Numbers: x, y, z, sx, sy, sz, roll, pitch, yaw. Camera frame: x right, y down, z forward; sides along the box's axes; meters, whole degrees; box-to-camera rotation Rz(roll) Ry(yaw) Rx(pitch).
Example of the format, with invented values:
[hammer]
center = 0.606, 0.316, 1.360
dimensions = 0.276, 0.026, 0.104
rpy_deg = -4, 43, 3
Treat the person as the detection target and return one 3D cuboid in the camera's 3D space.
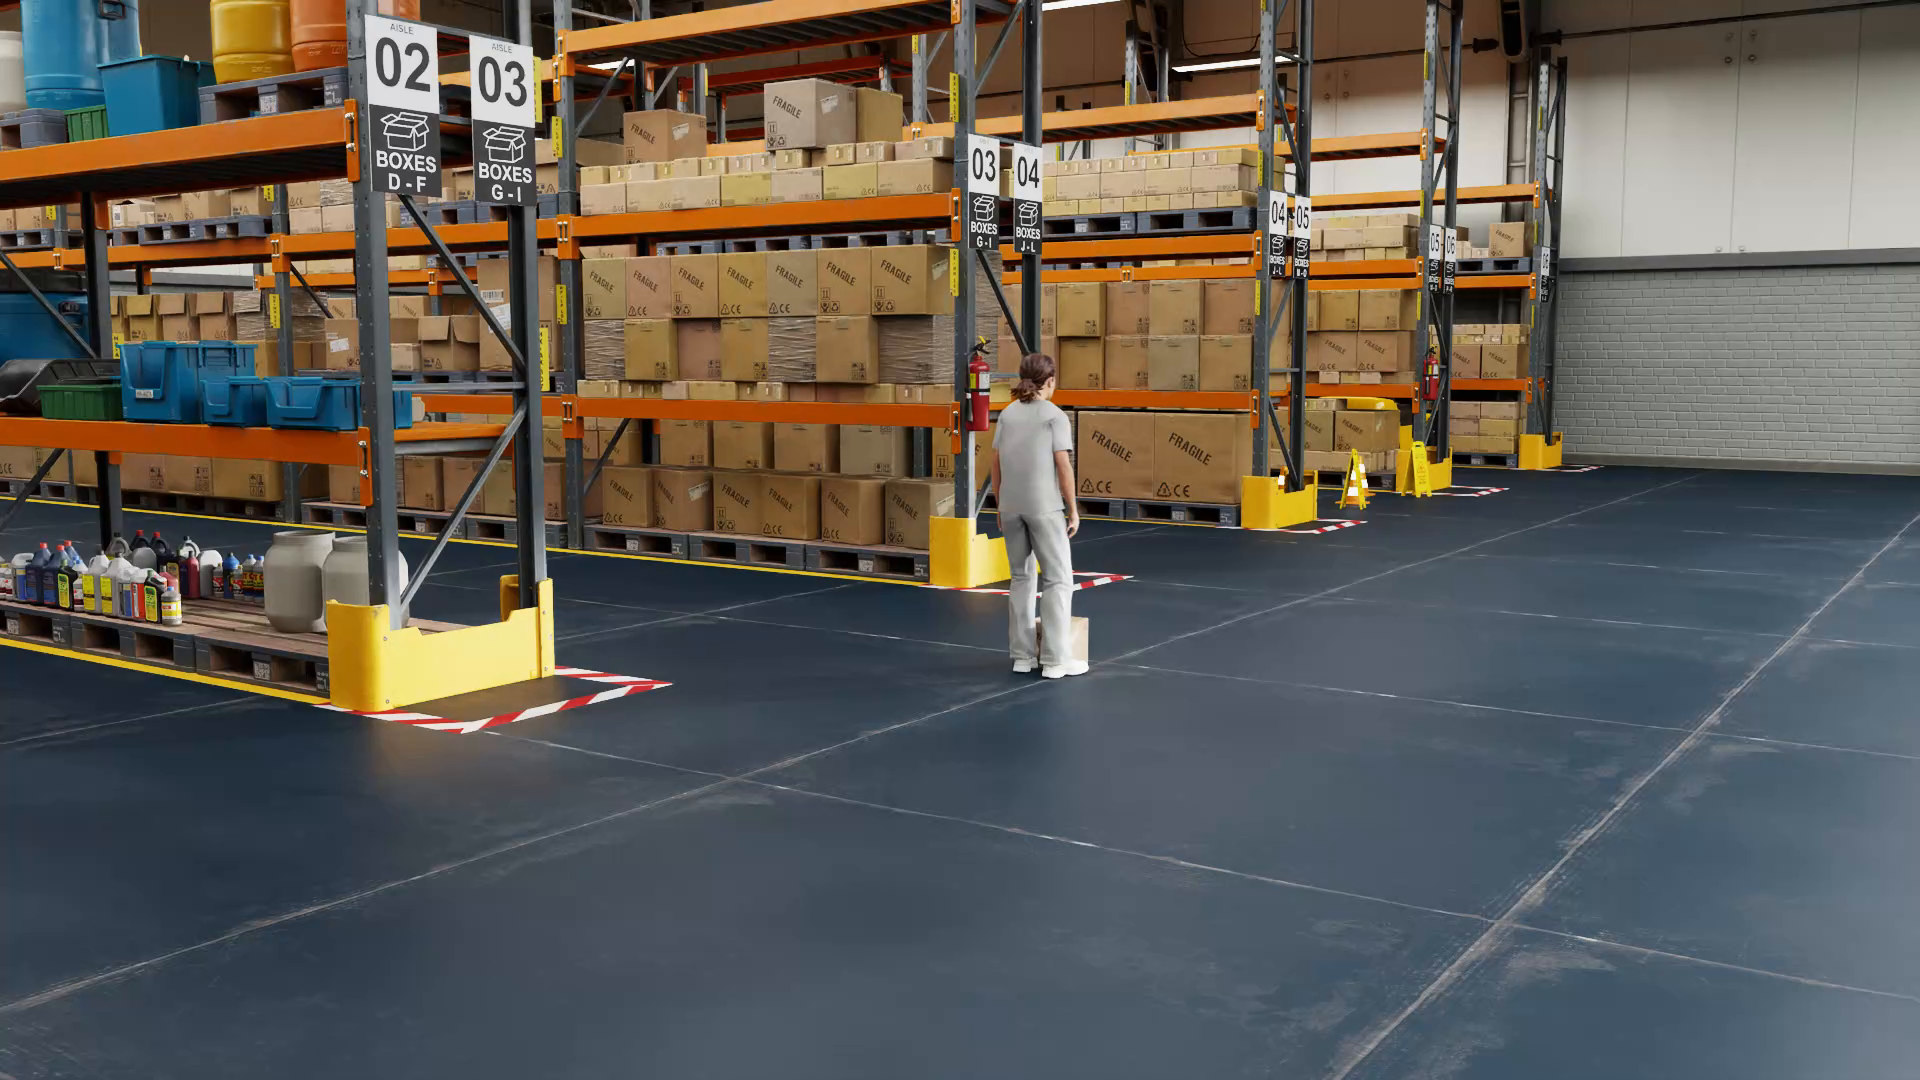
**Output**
[person]
center = 0.406, -0.136, 8.684
dimensions = 0.492, 1.673, 0.404
rpy_deg = 4, 8, 33
